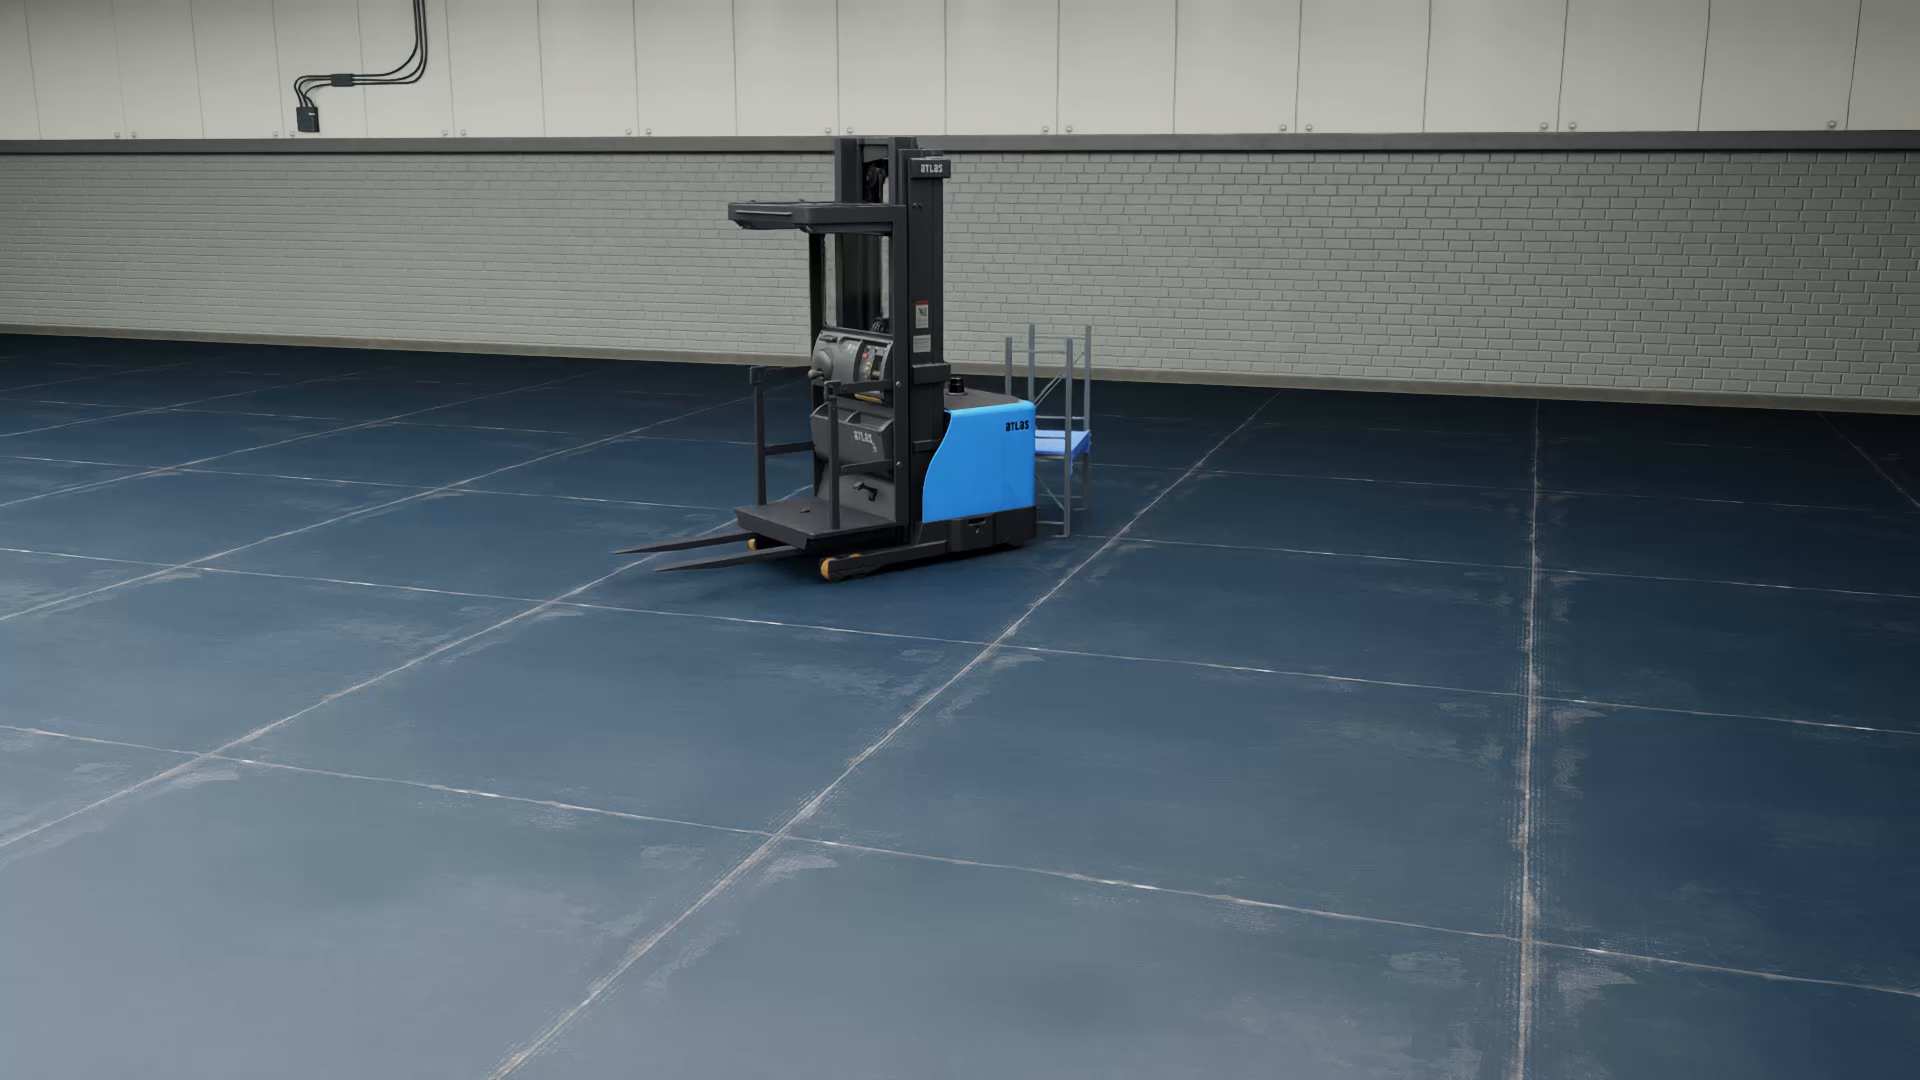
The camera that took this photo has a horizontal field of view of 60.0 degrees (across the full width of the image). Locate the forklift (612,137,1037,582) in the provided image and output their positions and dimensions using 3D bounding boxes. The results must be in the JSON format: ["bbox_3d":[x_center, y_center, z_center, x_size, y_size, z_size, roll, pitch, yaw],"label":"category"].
[{"bbox_3d":[-0.923,-1.277,11.498,3.031,2.935,1.130,-9,16,-35],"label":"forklift"}]

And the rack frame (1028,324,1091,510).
[{"bbox_3d":[0.799,-0.988,13.445,0.500,1.500,0.032,3,13,12],"label":"rack frame"}]

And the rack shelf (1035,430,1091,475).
[{"bbox_3d":[0.692,-0.702,13.000,0.538,0.185,1.000,3,13,12],"label":"rack shelf"}]

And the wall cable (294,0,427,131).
[{"bbox_3d":[-8.722,-8.913,23.674,2.305,6.003,0.169,4,14,18],"label":"wall cable"}]

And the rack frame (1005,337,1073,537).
[{"bbox_3d":[0.586,-0.766,12.476,0.500,1.500,0.032,3,13,12],"label":"rack frame"}]

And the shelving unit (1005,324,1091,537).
[{"bbox_3d":[0.692,-0.877,12.960,0.538,1.500,1.048,3,13,12],"label":"shelving unit"}]
